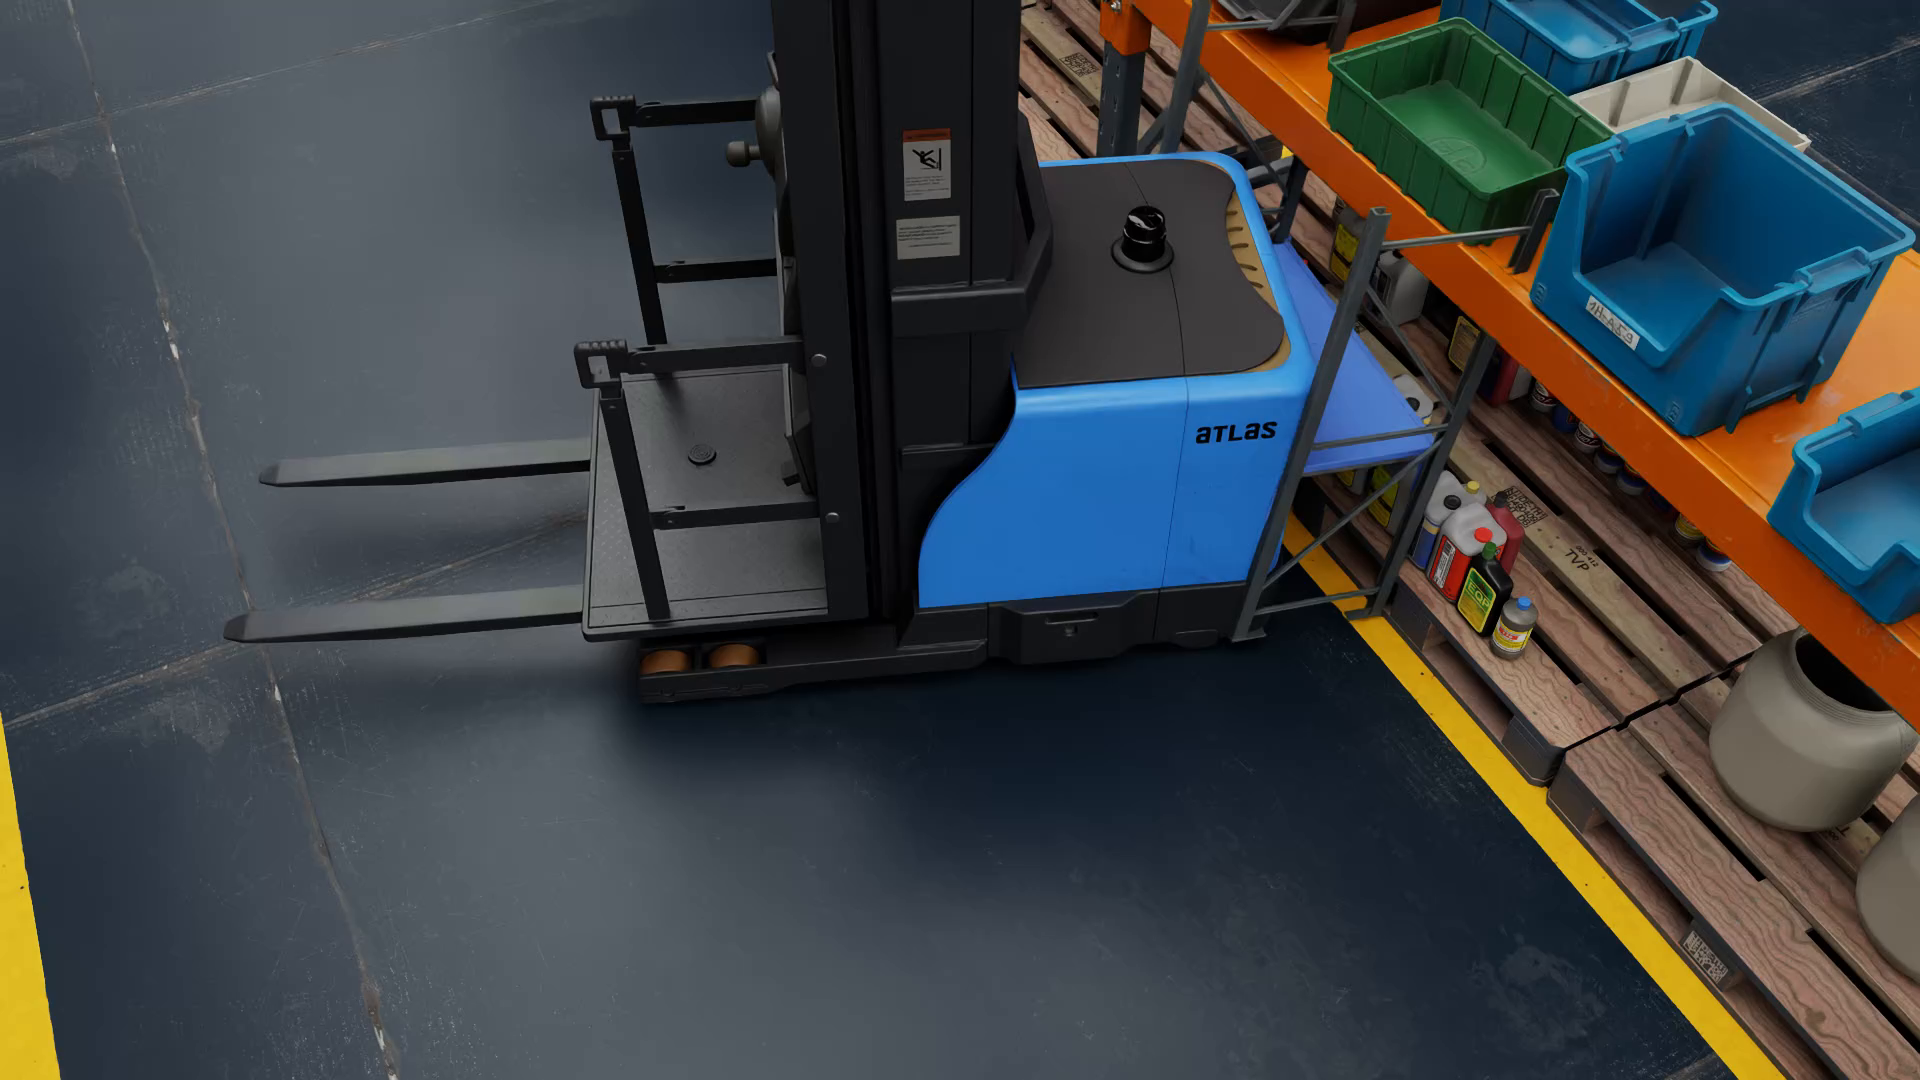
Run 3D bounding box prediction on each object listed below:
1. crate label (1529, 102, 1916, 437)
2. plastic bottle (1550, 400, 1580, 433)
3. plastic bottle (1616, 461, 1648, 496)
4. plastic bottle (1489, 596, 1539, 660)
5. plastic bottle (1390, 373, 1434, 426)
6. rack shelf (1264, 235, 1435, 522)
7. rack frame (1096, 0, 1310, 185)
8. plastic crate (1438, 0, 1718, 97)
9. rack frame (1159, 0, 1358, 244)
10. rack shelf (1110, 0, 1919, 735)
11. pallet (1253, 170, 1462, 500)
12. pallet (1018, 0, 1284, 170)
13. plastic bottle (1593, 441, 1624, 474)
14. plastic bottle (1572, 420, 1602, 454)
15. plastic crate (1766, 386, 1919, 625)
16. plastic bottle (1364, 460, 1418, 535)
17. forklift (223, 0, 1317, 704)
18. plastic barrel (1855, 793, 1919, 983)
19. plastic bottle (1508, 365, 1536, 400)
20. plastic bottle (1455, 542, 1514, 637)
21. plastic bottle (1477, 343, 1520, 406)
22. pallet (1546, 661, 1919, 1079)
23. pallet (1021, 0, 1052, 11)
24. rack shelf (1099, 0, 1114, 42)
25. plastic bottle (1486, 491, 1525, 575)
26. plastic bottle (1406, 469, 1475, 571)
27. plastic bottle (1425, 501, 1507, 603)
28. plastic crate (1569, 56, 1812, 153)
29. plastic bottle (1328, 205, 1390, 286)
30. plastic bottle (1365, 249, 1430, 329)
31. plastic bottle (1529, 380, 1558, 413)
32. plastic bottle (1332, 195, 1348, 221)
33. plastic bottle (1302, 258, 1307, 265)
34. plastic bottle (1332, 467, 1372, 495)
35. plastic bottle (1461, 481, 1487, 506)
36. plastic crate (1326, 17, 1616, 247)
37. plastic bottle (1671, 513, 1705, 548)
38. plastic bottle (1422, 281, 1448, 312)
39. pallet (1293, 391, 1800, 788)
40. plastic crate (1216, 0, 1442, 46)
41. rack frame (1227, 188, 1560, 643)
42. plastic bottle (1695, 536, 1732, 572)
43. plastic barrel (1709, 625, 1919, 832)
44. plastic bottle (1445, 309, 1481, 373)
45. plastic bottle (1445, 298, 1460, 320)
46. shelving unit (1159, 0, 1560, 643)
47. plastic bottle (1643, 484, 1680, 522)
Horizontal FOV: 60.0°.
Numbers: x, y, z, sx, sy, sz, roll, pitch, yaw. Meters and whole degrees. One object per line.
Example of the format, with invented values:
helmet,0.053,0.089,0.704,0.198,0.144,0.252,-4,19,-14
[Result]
crate label,1.691,-0.615,3.772,0.502,0.435,0.616,-21,52,-18
plastic bottle,1.926,-0.464,5.183,0.097,0.271,0.097,0,49,0
plastic bottle,2.064,-0.261,5.006,0.097,0.271,0.097,0,49,0
plastic bottle,1.543,0.234,4.620,0.097,0.201,0.097,0,49,0
plastic bottle,1.345,-0.364,5.093,0.152,0.276,0.135,-21,52,-18
rack shelf,0.931,-0.501,4.872,0.538,0.185,1.000,-9,48,-17
rack frame,0.943,-2.142,5.130,1.000,3.000,0.127,-21,52,-18
plastic crate,1.691,-1.446,4.620,0.499,0.251,0.616,-21,52,-18
rack frame,0.795,-0.984,5.070,0.500,1.500,0.032,-9,48,-17
rack shelf,1.858,-0.566,4.230,1.077,0.370,4.000,-21,52,-18
pallet,1.213,-0.760,5.774,1.003,0.211,1.213,-21,52,-18
pallet,0.549,-1.736,6.628,1.003,0.211,1.213,-21,52,-18
plastic bottle,2.018,-0.328,5.065,0.097,0.271,0.097,0,49,0
plastic bottle,1.973,-0.372,5.149,0.097,0.201,0.097,0,49,0
plastic crate,1.986,-0.084,3.430,0.499,0.251,0.408,-21,52,-18
plastic bottle,1.309,-0.196,4.896,0.144,0.351,0.185,-19,52,-16
forklift,-0.621,-0.914,4.102,3.031,2.935,1.130,-5,49,-4
plastic barrel,2.404,0.802,3.930,0.421,0.512,0.421,0,49,0
plastic bottle,1.801,-0.603,5.302,0.152,0.276,0.135,-20,52,-17
plastic bottle,1.474,0.135,4.652,0.061,0.283,0.133,-20,52,-17
plastic bottle,1.706,-0.569,5.267,0.061,0.283,0.133,-21,52,-18
pallet,2.330,0.873,4.346,1.003,0.211,1.213,-21,52,-18
pallet,-0.013,-2.554,7.343,1.003,0.211,1.213,-21,52,-18
rack shelf,0.028,-3.243,6.572,1.077,0.370,4.000,-21,52,-18
plastic bottle,1.547,-0.009,4.777,0.061,0.283,0.133,-21,52,-18
plastic bottle,1.389,-0.062,4.829,0.152,0.276,0.135,-23,53,-19
plastic bottle,1.452,0.031,4.747,0.152,0.276,0.135,-21,52,-17
plastic crate,1.911,-1.055,4.356,0.530,0.136,0.437,-21,52,-18
plastic bottle,1.366,-1.033,5.628,0.144,0.351,0.185,-21,52,-18
plastic bottle,1.462,-0.862,5.528,0.152,0.276,0.135,-21,52,-18
plastic bottle,1.879,-0.509,5.269,0.097,0.201,0.097,0,49,0
plastic bottle,1.386,-1.230,5.900,0.097,0.201,0.097,0,49,0
plastic bottle,1.072,-0.781,5.408,0.144,0.351,0.185,-21,52,-18
plastic bottle,1.224,-0.321,5.005,0.144,0.351,0.185,-22,52,-18
plastic bottle,1.491,-0.093,4.905,0.097,0.201,0.097,0,49,0
plastic crate,1.313,-1.066,4.331,0.450,0.188,0.662,-21,52,-18
plastic bottle,2.174,-0.078,4.892,0.097,0.201,0.097,0,49,0
plastic bottle,1.582,-0.954,5.559,0.144,0.351,0.185,-24,53,-19
pallet,1.776,0.058,5.059,1.003,0.211,1.213,-21,52,-18
plastic crate,1.070,-1.727,4.809,0.767,0.338,0.504,-21,52,-18
rack frame,1.105,-0.269,4.417,0.500,1.500,0.032,-9,48,-17
plastic bottle,2.221,-0.032,4.806,0.097,0.271,0.097,0,49,0
plastic barrel,2.175,0.467,4.223,0.421,0.512,0.421,0,49,0
plastic bottle,1.650,-0.663,5.350,0.061,0.283,0.133,-21,52,-18
plastic bottle,1.693,-0.837,5.502,0.061,0.283,0.133,-18,51,-15
shelving unit,0.950,-0.626,4.744,0.538,1.500,1.048,-9,48,-17
plastic bottle,2.134,-0.194,4.939,0.061,0.283,0.133,-20,52,-17
